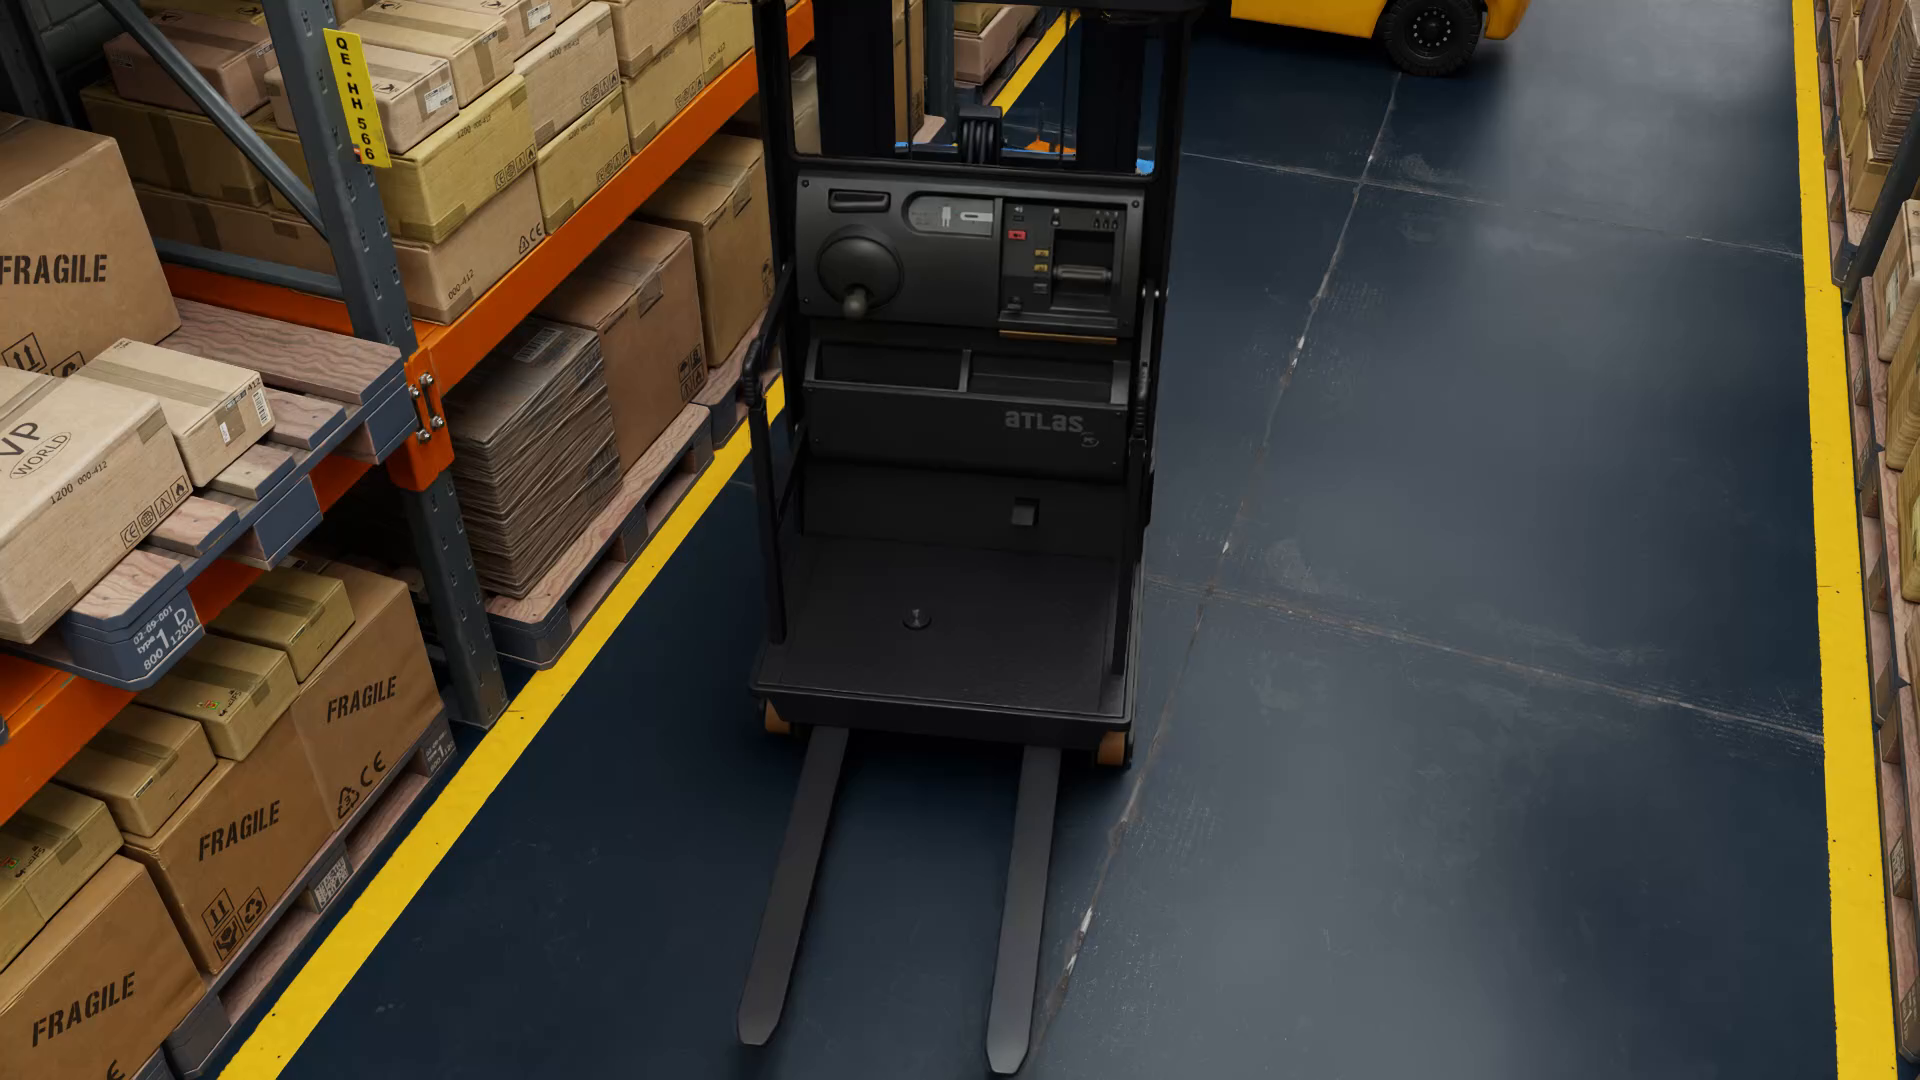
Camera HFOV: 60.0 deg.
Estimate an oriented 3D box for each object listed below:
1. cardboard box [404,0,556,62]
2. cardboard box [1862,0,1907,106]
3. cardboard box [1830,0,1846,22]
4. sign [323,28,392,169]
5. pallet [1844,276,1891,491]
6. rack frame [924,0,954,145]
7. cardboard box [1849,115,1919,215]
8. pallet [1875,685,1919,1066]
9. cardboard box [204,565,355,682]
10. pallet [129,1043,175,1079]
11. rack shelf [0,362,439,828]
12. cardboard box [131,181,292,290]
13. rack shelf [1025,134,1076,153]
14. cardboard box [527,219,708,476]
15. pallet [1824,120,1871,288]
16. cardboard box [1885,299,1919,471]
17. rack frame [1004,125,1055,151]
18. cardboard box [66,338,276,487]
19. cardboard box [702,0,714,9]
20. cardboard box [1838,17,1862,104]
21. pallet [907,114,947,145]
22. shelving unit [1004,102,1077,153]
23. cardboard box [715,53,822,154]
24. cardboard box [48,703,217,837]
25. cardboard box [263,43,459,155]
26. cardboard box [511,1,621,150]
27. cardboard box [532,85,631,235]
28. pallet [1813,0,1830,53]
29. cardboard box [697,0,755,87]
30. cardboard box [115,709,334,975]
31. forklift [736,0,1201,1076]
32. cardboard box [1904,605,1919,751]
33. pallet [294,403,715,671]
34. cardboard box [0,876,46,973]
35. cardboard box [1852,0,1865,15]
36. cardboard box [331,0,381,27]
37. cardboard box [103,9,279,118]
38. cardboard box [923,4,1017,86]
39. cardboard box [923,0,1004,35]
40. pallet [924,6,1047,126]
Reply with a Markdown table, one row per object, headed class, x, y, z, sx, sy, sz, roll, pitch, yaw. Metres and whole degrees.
| class | x | y | z | sx | sy | sz | roll | pitch | yaw |
| --- | --- | --- | --- | --- | --- | --- | --- | --- | --- |
| cardboard box | -1.344 | -1.444 | 4.554 | 0.380 | 0.149 | 0.250 | 14 | 43 | 16 |
| cardboard box | 4.272 | -2.175 | 7.205 | 0.500 | 0.500 | 0.500 | 14 | 42 | 16 |
| cardboard box | 4.800 | -2.858 | 8.584 | 0.500 | 0.250 | 0.500 | 15 | 43 | 17 |
| sign | -1.371 | -1.000 | 3.780 | 0.100 | 0.325 | 0.005 | 13 | 42 | 15 |
| pallet | 3.885 | -0.509 | 6.184 | 1.003 | 0.211 | 1.213 | 13 | 42 | 15 |
| rack frame | -0.516 | -3.144 | 7.124 | 1.000 | 3.000 | 0.127 | 13 | 42 | 15 |
| cardboard box | 4.099 | -1.579 | 7.084 | 0.500 | 0.250 | 0.500 | 15 | 43 | 17 |
| pallet | 3.050 | 0.980 | 4.439 | 1.003 | 0.211 | 1.213 | 13 | 42 | 15 |
| cardboard box | -1.815 | 0.197 | 4.310 | 0.380 | 0.149 | 0.250 | 11 | 42 | 13 |
| pallet | -2.594 | 1.545 | 3.776 | 1.003 | 0.211 | 1.213 | 13 | 42 | 15 |
| rack shelf | -2.568 | 0.789 | 3.068 | 1.077 | 0.370 | 4.000 | 13 | 42 | 15 |
| cardboard box | -1.971 | -0.978 | 4.701 | 0.500 | 0.250 | 0.500 | 12 | 42 | 14 |
| rack shelf | 0.301 | -1.281 | 6.013 | 0.215 | 0.259 | 0.240 | 22 | 42 | 24 |
| cardboard box | -1.442 | -0.738 | 5.810 | 0.875 | 0.625 | 0.625 | 15 | 43 | 16 |
| pallet | 4.346 | -1.401 | 7.230 | 1.003 | 0.211 | 1.213 | 13 | 42 | 15 |
| cardboard box | 3.730 | -0.445 | 5.662 | 0.950 | 0.372 | 0.625 | 16 | 43 | 18 |
| rack frame | 0.228 | -1.004 | 6.099 | 0.200 | 1.050 | 0.008 | 22 | 42 | 24 |
| cardboard box | -1.748 | -0.283 | 3.640 | 0.380 | 0.149 | 0.250 | 14 | 42 | 16 |
| cardboard box | -0.984 | -1.991 | 5.503 | 0.500 | 0.250 | 0.500 | 14 | 42 | 16 |
| cardboard box | 4.450 | -2.215 | 7.830 | 0.500 | 0.250 | 0.500 | 14 | 42 | 16 |
| pallet | -0.732 | -1.625 | 7.492 | 1.003 | 0.211 | 1.213 | 13 | 42 | 15 |
| shelving unit | 0.294 | -1.066 | 6.181 | 0.215 | 1.050 | 0.252 | 22 | 42 | 24 |
| cardboard box | -0.957 | -1.608 | 6.830 | 0.875 | 0.625 | 0.625 | 13 | 42 | 15 |
| cardboard box | -2.011 | 0.522 | 3.930 | 0.380 | 0.149 | 0.250 | 12 | 42 | 14 |
| cardboard box | -1.498 | -1.118 | 4.173 | 0.380 | 0.149 | 0.250 | 14 | 43 | 16 |
| cardboard box | -1.331 | -1.359 | 4.762 | 0.500 | 0.250 | 0.500 | 15 | 43 | 16 |
| cardboard box | -1.326 | -1.169 | 4.925 | 0.500 | 0.250 | 0.500 | 12 | 42 | 14 |
| pallet | 5.180 | -2.890 | 8.974 | 1.003 | 0.211 | 1.213 | 13 | 42 | 15 |
| cardboard box | -0.978 | -1.801 | 5.666 | 0.500 | 0.250 | 0.500 | 15 | 43 | 16 |
| cardboard box | -2.008 | 0.695 | 4.226 | 0.500 | 0.500 | 0.500 | 13 | 42 | 14 |
| forklift | -0.005 | -0.685 | 4.295 | 1.130 | 2.935 | 3.031 | 5 | 41 | 6 |
| cardboard box | 3.229 | 0.441 | 4.623 | 0.950 | 0.372 | 0.625 | 13 | 42 | 14 |
| pallet | -1.566 | -0.137 | 5.748 | 1.003 | 0.211 | 1.213 | 13 | 42 | 15 |
| cardboard box | -2.228 | 0.825 | 3.575 | 0.380 | 0.149 | 0.250 | 13 | 42 | 14 |
| cardboard box | 4.620 | -2.814 | 7.955 | 0.500 | 0.500 | 0.500 | 14 | 42 | 16 |
| cardboard box | -1.833 | -1.561 | 4.692 | 0.380 | 0.149 | 0.250 | 13 | 42 | 15 |
| cardboard box | -1.963 | -1.232 | 4.307 | 0.380 | 0.149 | 0.250 | 15 | 43 | 16 |
| cardboard box | -0.040 | -2.479 | 8.140 | 0.500 | 0.250 | 0.500 | 14 | 42 | 16 |
| cardboard box | -0.061 | -2.675 | 7.983 | 0.500 | 0.250 | 0.500 | 13 | 42 | 15 |
| pallet | -0.205 | -2.559 | 8.587 | 1.003 | 0.211 | 1.213 | 13 | 42 | 15 |
